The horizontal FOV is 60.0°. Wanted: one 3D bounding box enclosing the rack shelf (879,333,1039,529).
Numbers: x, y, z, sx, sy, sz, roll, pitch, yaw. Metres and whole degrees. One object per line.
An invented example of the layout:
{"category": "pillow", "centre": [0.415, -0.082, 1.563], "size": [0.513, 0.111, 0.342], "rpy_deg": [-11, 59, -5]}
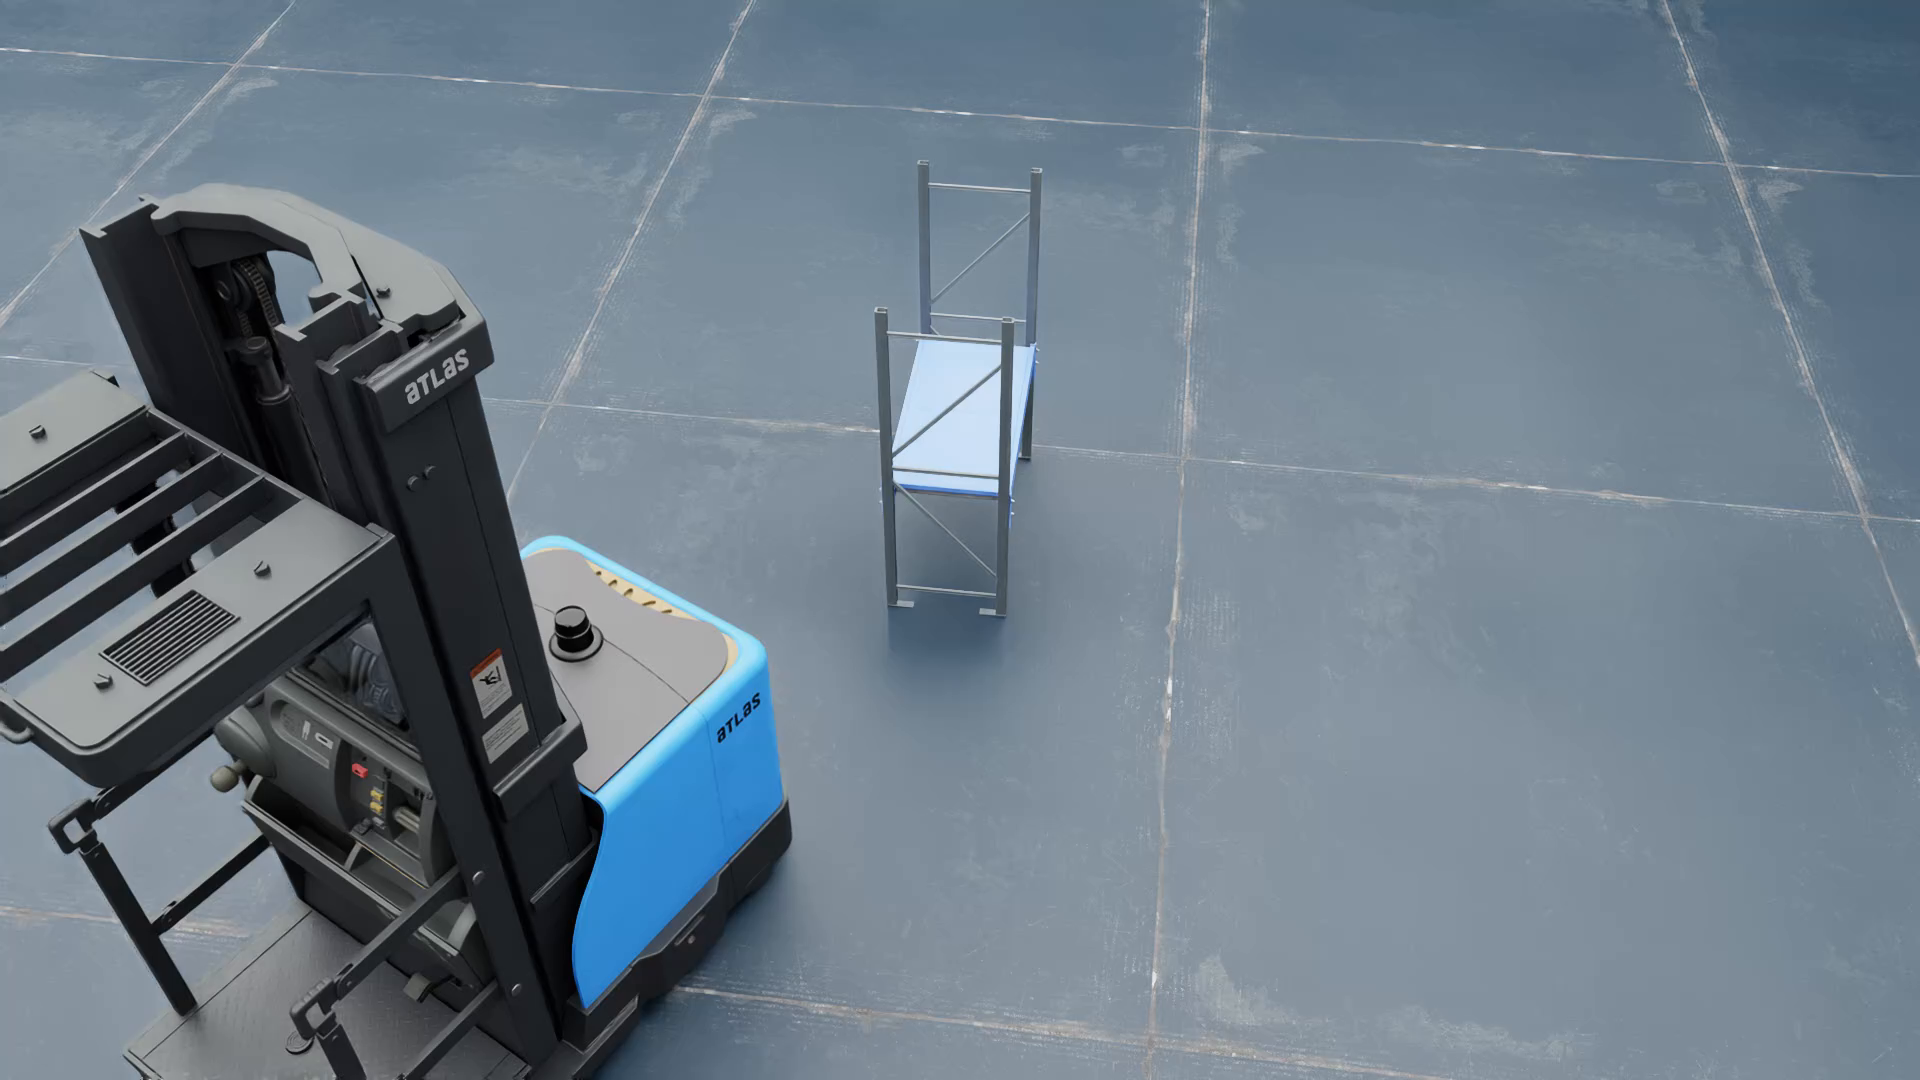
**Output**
{"category": "rack shelf", "centre": [0.011, -0.472, 6.919], "size": [0.538, 0.185, 1.000], "rpy_deg": [5, 44, 6]}

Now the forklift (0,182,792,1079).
{"category": "forklift", "centre": [-1.856, 0.697, 4.382], "size": [1.130, 2.935, 3.031], "rpy_deg": [25, 49, 24]}

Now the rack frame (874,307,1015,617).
{"category": "rack frame", "centre": [-0.056, -0.256, 6.430], "size": [0.500, 1.500, 0.032], "rpy_deg": [5, 44, 6]}

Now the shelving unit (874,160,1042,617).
{"category": "shelving unit", "centre": [0.011, -0.603, 6.796], "size": [0.538, 1.500, 1.048], "rpy_deg": [5, 44, 6]}

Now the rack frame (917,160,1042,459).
{"category": "rack frame", "centre": [0.078, -0.949, 7.162], "size": [0.500, 1.500, 0.032], "rpy_deg": [5, 44, 6]}
